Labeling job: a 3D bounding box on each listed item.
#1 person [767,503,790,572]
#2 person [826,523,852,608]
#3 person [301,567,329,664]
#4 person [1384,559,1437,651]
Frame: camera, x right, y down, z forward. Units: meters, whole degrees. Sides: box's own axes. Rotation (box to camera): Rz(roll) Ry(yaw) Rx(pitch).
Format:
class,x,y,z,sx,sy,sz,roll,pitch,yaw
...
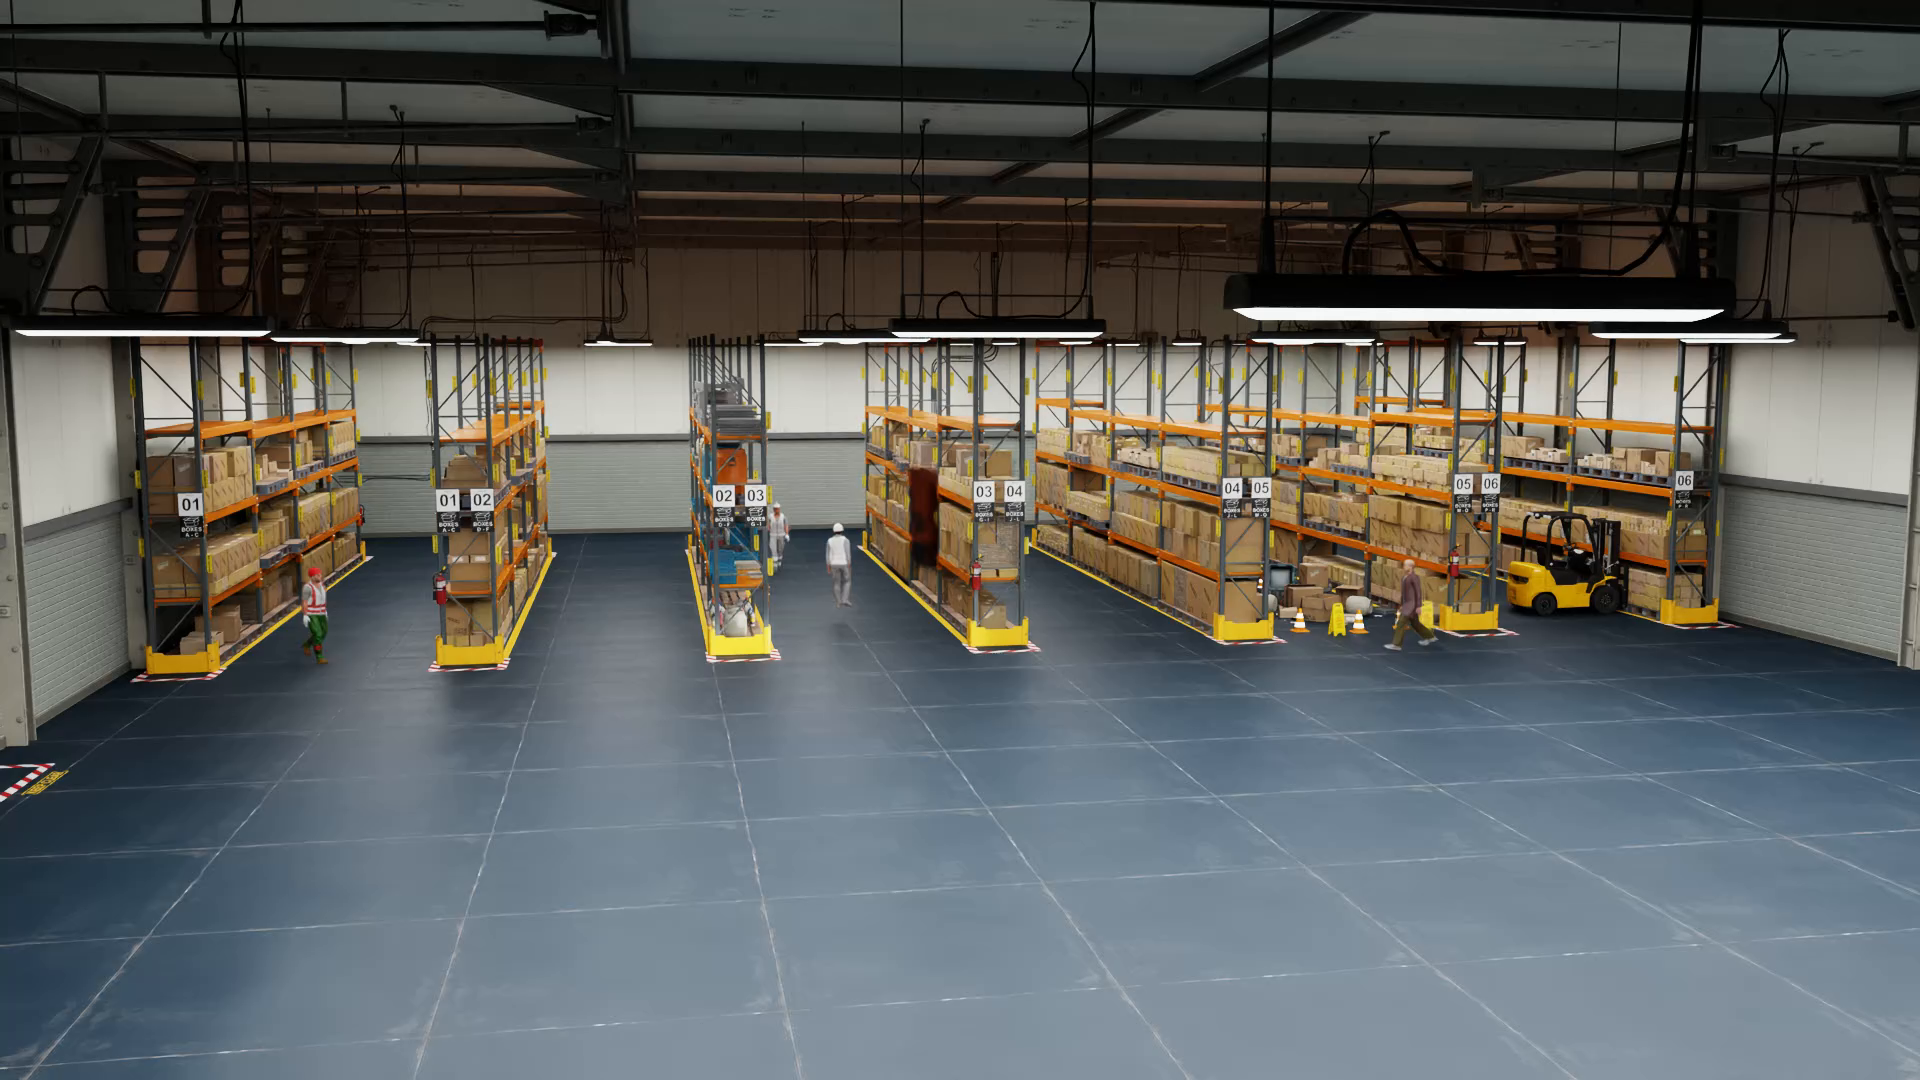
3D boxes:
class,x,y,z,sx,sy,sz,roll,pitch,yaw
person,-4.736,-0.088,42.970,0.646,1.723,1.034,-1,7,-10
person,-2.545,0.539,34.999,0.560,1.776,0.505,0,7,1
person,-11.809,1.361,30.351,0.820,1.770,0.557,4,8,30
person,8.607,1.229,31.684,1.142,1.732,0.582,-1,7,-9
